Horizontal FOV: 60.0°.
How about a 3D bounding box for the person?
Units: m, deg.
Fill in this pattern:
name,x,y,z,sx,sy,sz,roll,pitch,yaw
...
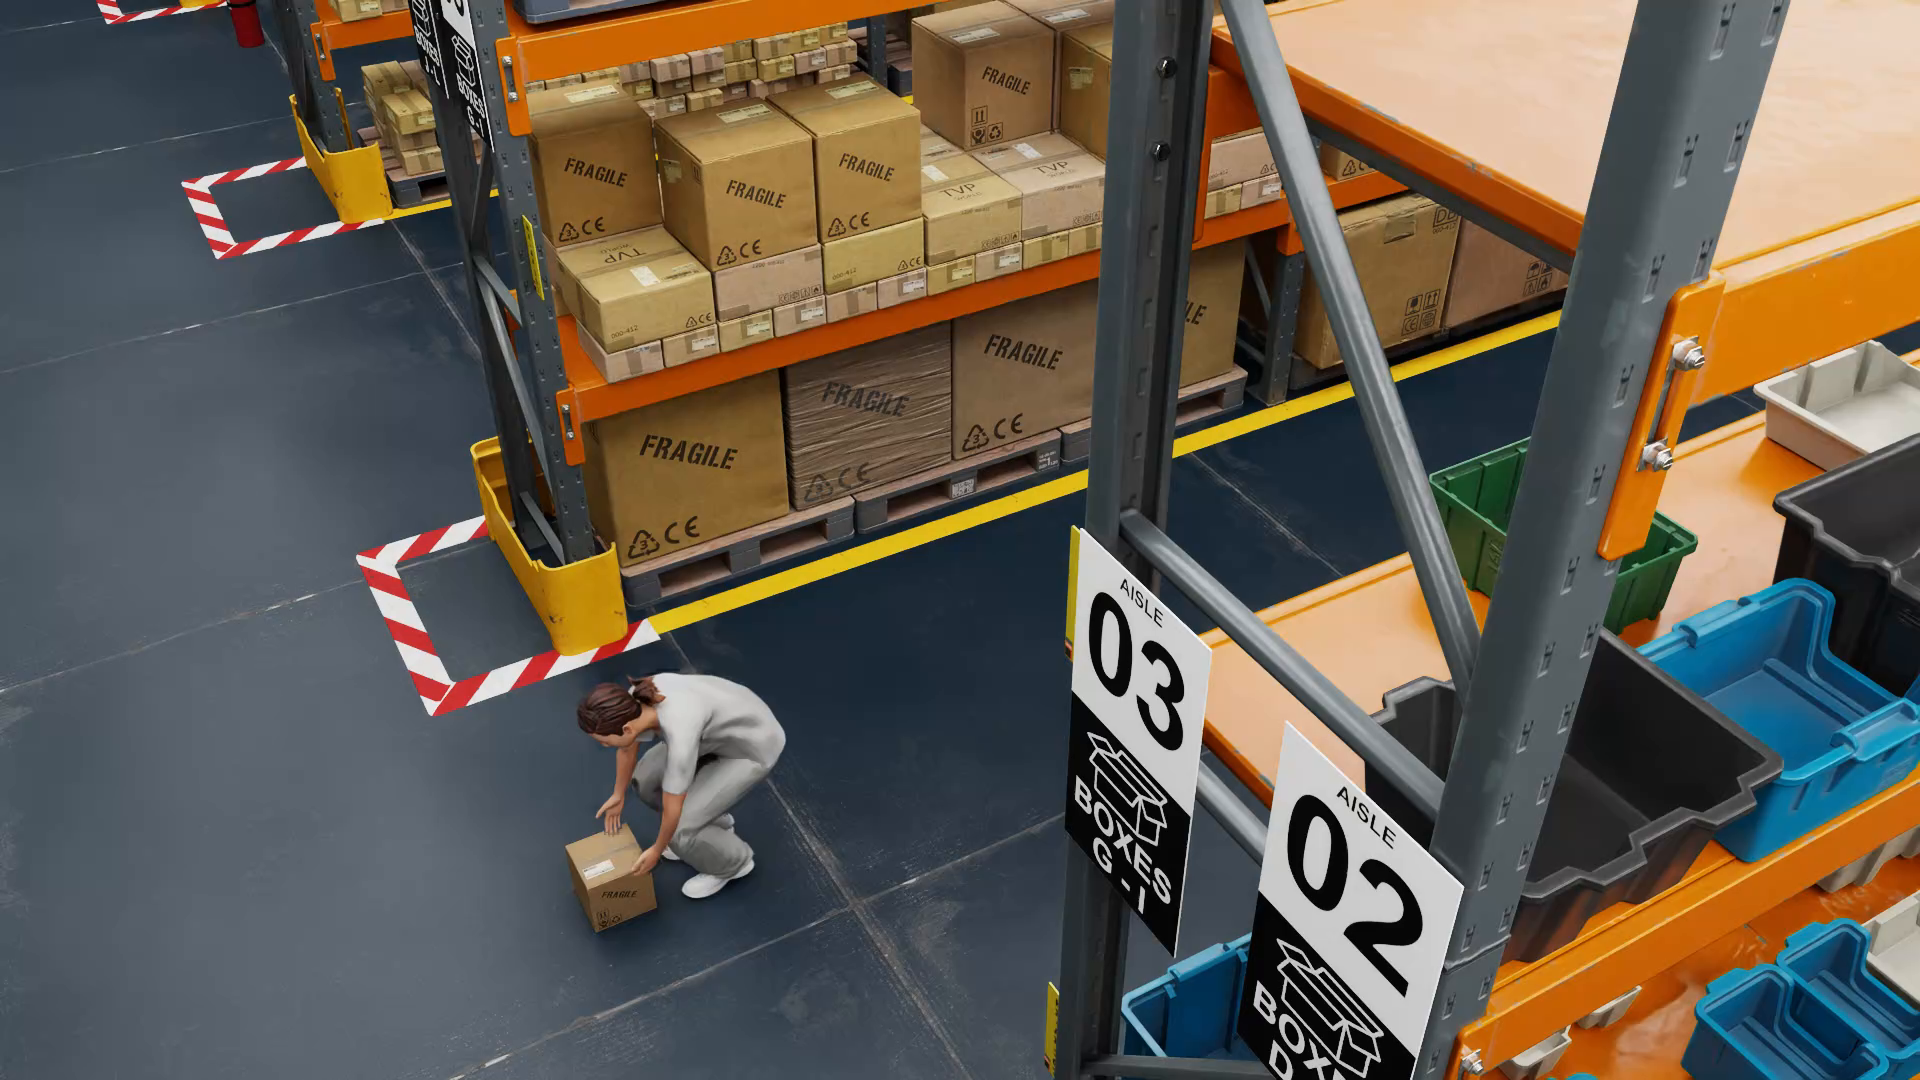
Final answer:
name,x,y,z,sx,sy,sz,roll,pitch,yaw
person,-1.016,0.873,6.247,0.757,1.102,0.489,-19,41,-24
